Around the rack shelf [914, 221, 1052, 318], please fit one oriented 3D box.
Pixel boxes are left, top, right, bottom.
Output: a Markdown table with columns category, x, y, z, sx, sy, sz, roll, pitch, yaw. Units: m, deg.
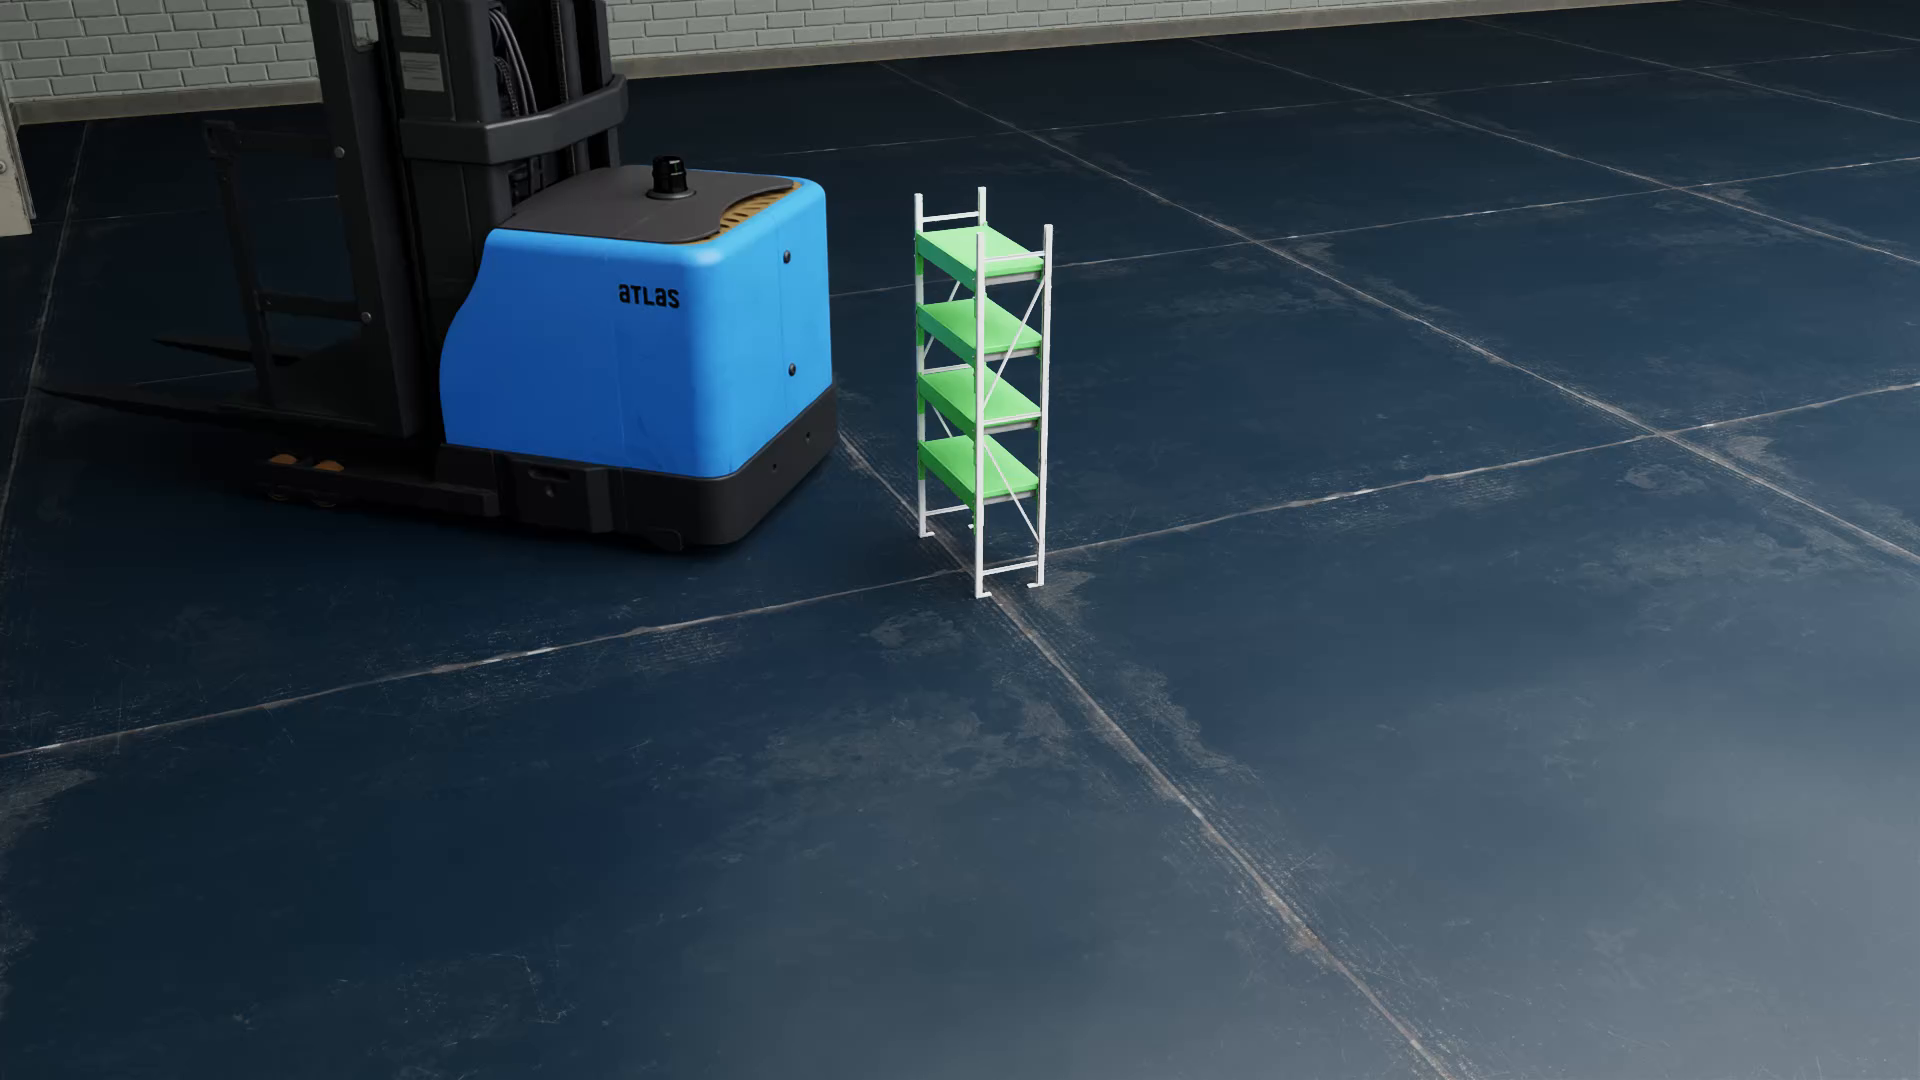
| category | x | y | z | sx | sy | sz | roll | pitch | yaw |
| --- | --- | --- | --- | --- | --- | --- | --- | --- | --- |
| rack shelf | 0.065 | -0.846 | 5.167 | 0.258 | 0.148 | 0.480 | -11 | 28 | -21 |

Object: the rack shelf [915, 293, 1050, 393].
| category | x | y | z | sx | sy | sz | roll | pitch | yaw |
| --- | --- | --- | --- | --- | --- | --- | --- | --- | --- |
| rack shelf | 0.065 | -0.631 | 5.273 | 0.258 | 0.148 | 0.480 | -11 | 28 | -21 |

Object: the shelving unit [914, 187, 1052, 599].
| category | x | y | z | sx | sy | sz | roll | pitch | yaw |
| --- | --- | --- | --- | --- | --- | --- | --- | --- | --- |
| shelving unit | 0.065 | -0.472 | 5.350 | 0.258 | 1.200 | 0.503 | -11 | 28 | -21 |

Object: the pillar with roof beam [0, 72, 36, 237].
| category | x | y | z | sx | sy | sz | roll | pitch | yaw |
| --- | --- | --- | --- | --- | --- | --- | --- | --- | --- |
| pillar with roof beam | -1.416 | -6.539 | 8.886 | 9.100 | 9.000 | 0.400 | -11 | 28 | -21 |

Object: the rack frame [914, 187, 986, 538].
| category | x | y | z | sx | sy | sz | roll | pitch | yaw |
| --- | --- | --- | --- | --- | --- | --- | --- | --- | --- |
| rack frame | -0.031 | -0.571 | 5.552 | 0.240 | 1.200 | 0.015 | -11 | 28 | -21 |

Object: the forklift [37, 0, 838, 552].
| category | x | y | z | sx | sy | sz | roll | pitch | yaw |
| --- | --- | --- | --- | --- | --- | --- | --- | --- | --- |
| forklift | -2.041 | -1.644 | 5.776 | 3.031 | 2.935 | 1.130 | 8 | 27 | 16 |

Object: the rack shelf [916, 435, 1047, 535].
| category | x | y | z | sx | sy | sz | roll | pitch | yaw |
| --- | --- | --- | --- | --- | --- | --- | --- | --- | --- |
| rack shelf | 0.065 | -0.199 | 5.483 | 0.258 | 0.148 | 0.480 | -11 | 28 | -21 |

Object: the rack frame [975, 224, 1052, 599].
| category | x | y | z | sx | sy | sz | roll | pitch | yaw |
| --- | --- | --- | --- | --- | --- | --- | --- | --- | --- |
| rack frame | 0.160 | -0.374 | 5.148 | 0.240 | 1.200 | 0.015 | -11 | 28 | -21 |

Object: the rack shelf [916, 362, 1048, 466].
| category | x | y | z | sx | sy | sz | roll | pitch | yaw |
| --- | --- | --- | --- | --- | --- | --- | --- | --- | --- |
| rack shelf | 0.065 | -0.415 | 5.378 | 0.258 | 0.148 | 0.480 | -11 | 28 | -21 |
